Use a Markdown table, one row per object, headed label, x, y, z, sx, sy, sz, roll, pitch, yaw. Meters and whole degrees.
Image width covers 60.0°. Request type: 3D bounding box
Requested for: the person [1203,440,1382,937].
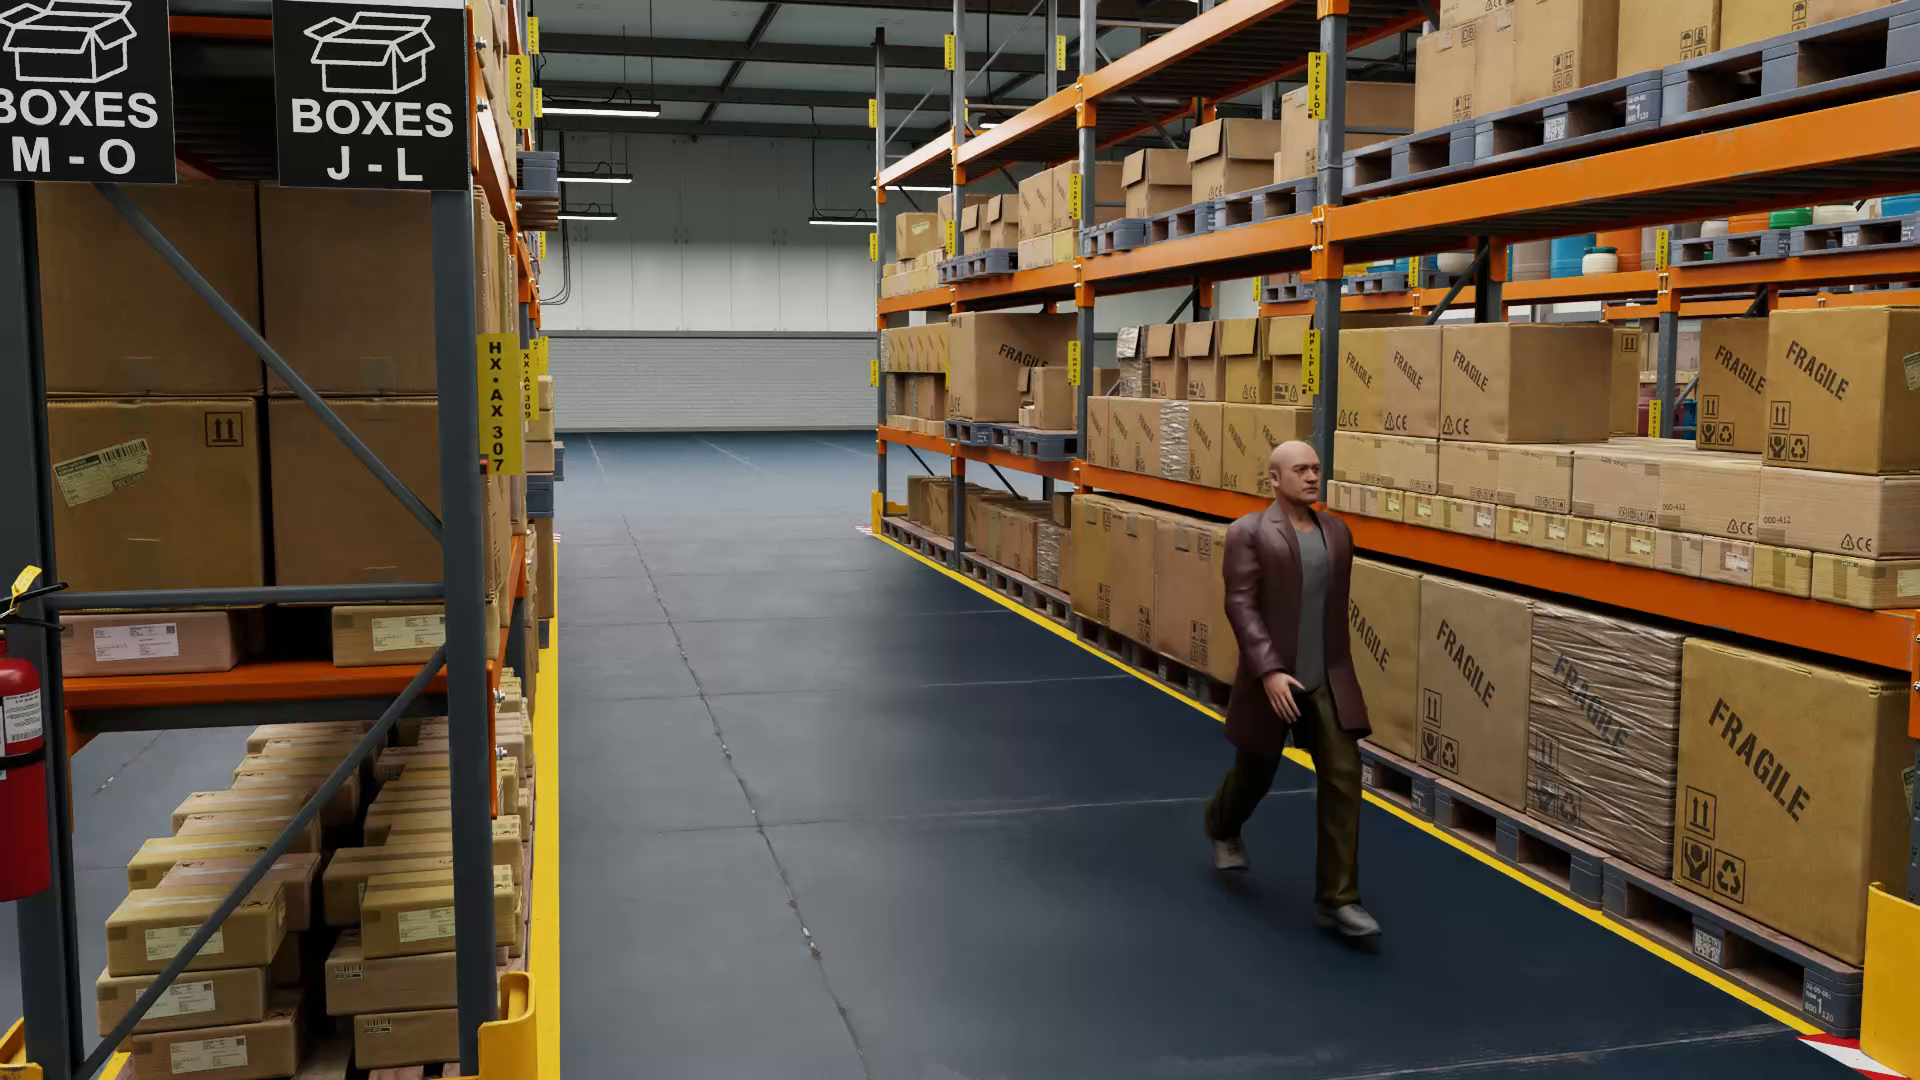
| label | x | y | z | sx | sy | sz | roll | pitch | yaw |
| --- | --- | --- | --- | --- | --- | --- | --- | --- | --- |
| person | 1.217 | 0.502 | 6.125 | 0.559 | 1.734 | 1.102 | -1 | 6 | -12 |
